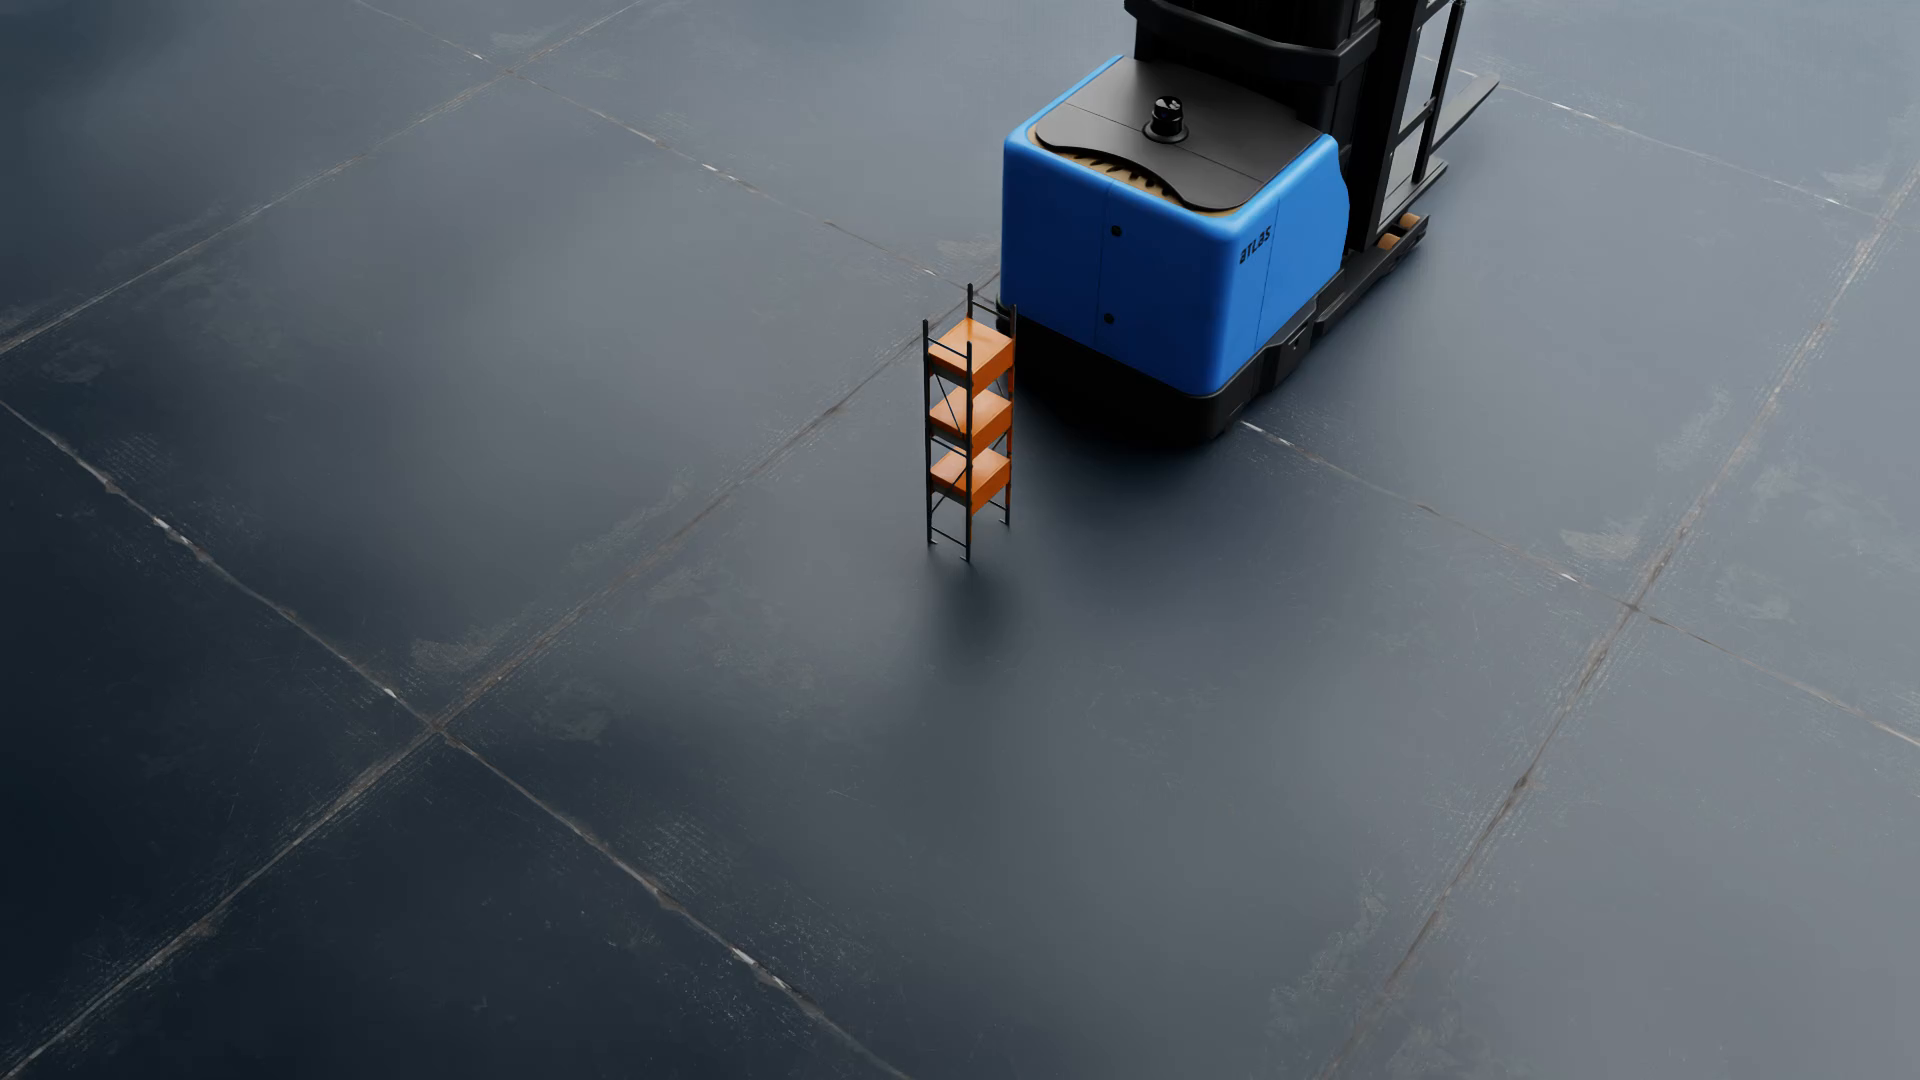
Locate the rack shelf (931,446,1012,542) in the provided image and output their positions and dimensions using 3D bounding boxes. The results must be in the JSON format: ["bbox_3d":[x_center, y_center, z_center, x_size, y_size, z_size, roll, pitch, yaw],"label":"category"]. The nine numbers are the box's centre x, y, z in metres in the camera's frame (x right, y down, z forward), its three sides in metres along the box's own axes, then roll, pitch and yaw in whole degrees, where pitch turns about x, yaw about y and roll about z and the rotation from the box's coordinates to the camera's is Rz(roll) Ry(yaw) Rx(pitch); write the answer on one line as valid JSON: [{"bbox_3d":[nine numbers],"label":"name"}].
[{"bbox_3d":[0.033,-0.194,6.108,0.215,0.259,0.240,29,53,25],"label":"rack shelf"}]

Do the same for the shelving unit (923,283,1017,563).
[{"bbox_3d":[0.033,-0.393,5.900,0.215,1.050,0.252,29,53,25],"label":"shelving unit"}]

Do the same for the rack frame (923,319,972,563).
[{"bbox_3d":[-0.042,-0.323,5.833,0.200,1.050,0.008,29,53,25],"label":"rack frame"}]

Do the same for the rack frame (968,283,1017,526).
[{"bbox_3d":[0.107,-0.463,5.966,0.200,1.050,0.008,29,53,25],"label":"rack frame"}]

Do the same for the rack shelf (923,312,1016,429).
[{"bbox_3d":[0.033,-0.582,5.702,0.215,0.259,0.240,29,53,25],"label":"rack shelf"}]

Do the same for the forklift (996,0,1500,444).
[{"bbox_3d":[1.445,-2.403,6.519,1.130,2.935,3.031,29,53,25],"label":"forklift"}]

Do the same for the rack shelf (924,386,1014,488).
[{"bbox_3d":[0.033,-0.386,5.907,0.215,0.259,0.240,29,53,25],"label":"rack shelf"}]
